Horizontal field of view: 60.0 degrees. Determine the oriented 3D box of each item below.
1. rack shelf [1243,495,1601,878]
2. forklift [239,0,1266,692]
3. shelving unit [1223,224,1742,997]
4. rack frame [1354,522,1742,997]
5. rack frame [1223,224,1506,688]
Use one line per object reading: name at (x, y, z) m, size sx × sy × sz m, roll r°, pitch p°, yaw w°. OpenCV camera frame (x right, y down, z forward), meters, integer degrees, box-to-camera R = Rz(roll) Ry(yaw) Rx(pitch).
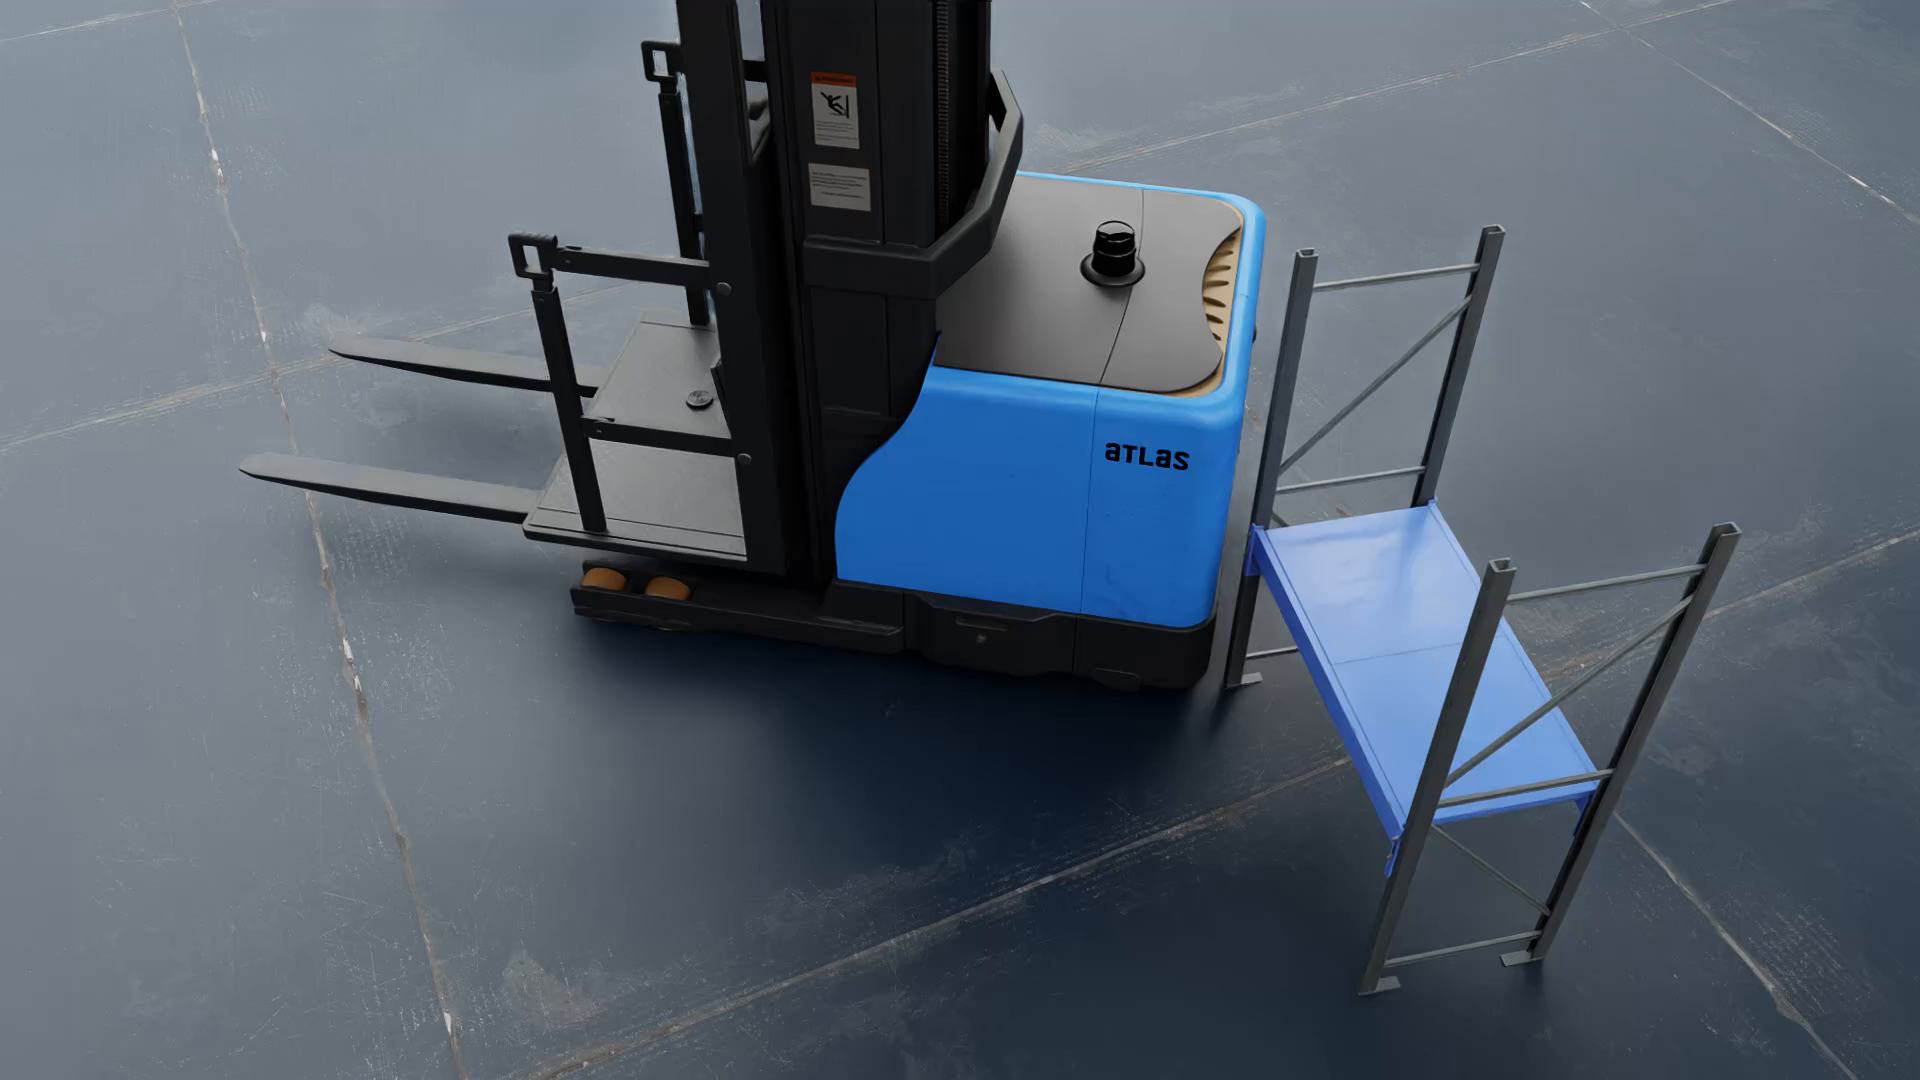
rack shelf at (1.119, 0.325, 4.109) m, size 0.538 × 0.185 × 1.000 m, roll -9°, pitch 45°, yaw -9°
forklift at (-0.690, -1.127, 4.305) m, size 3.031 × 2.935 × 1.130 m, roll 8°, pitch 45°, yaw 8°
shelving unit at (1.119, 0.197, 3.982) m, size 0.538 × 1.500 × 1.048 m, roll -9°, pitch 45°, yaw -9°
rack frame at (1.225, 0.546, 3.629) m, size 0.500 × 1.500 × 0.032 m, roll -9°, pitch 45°, yaw -9°
rack frame at (1.013, -0.152, 4.336) m, size 0.500 × 1.500 × 0.032 m, roll -9°, pitch 45°, yaw -9°
